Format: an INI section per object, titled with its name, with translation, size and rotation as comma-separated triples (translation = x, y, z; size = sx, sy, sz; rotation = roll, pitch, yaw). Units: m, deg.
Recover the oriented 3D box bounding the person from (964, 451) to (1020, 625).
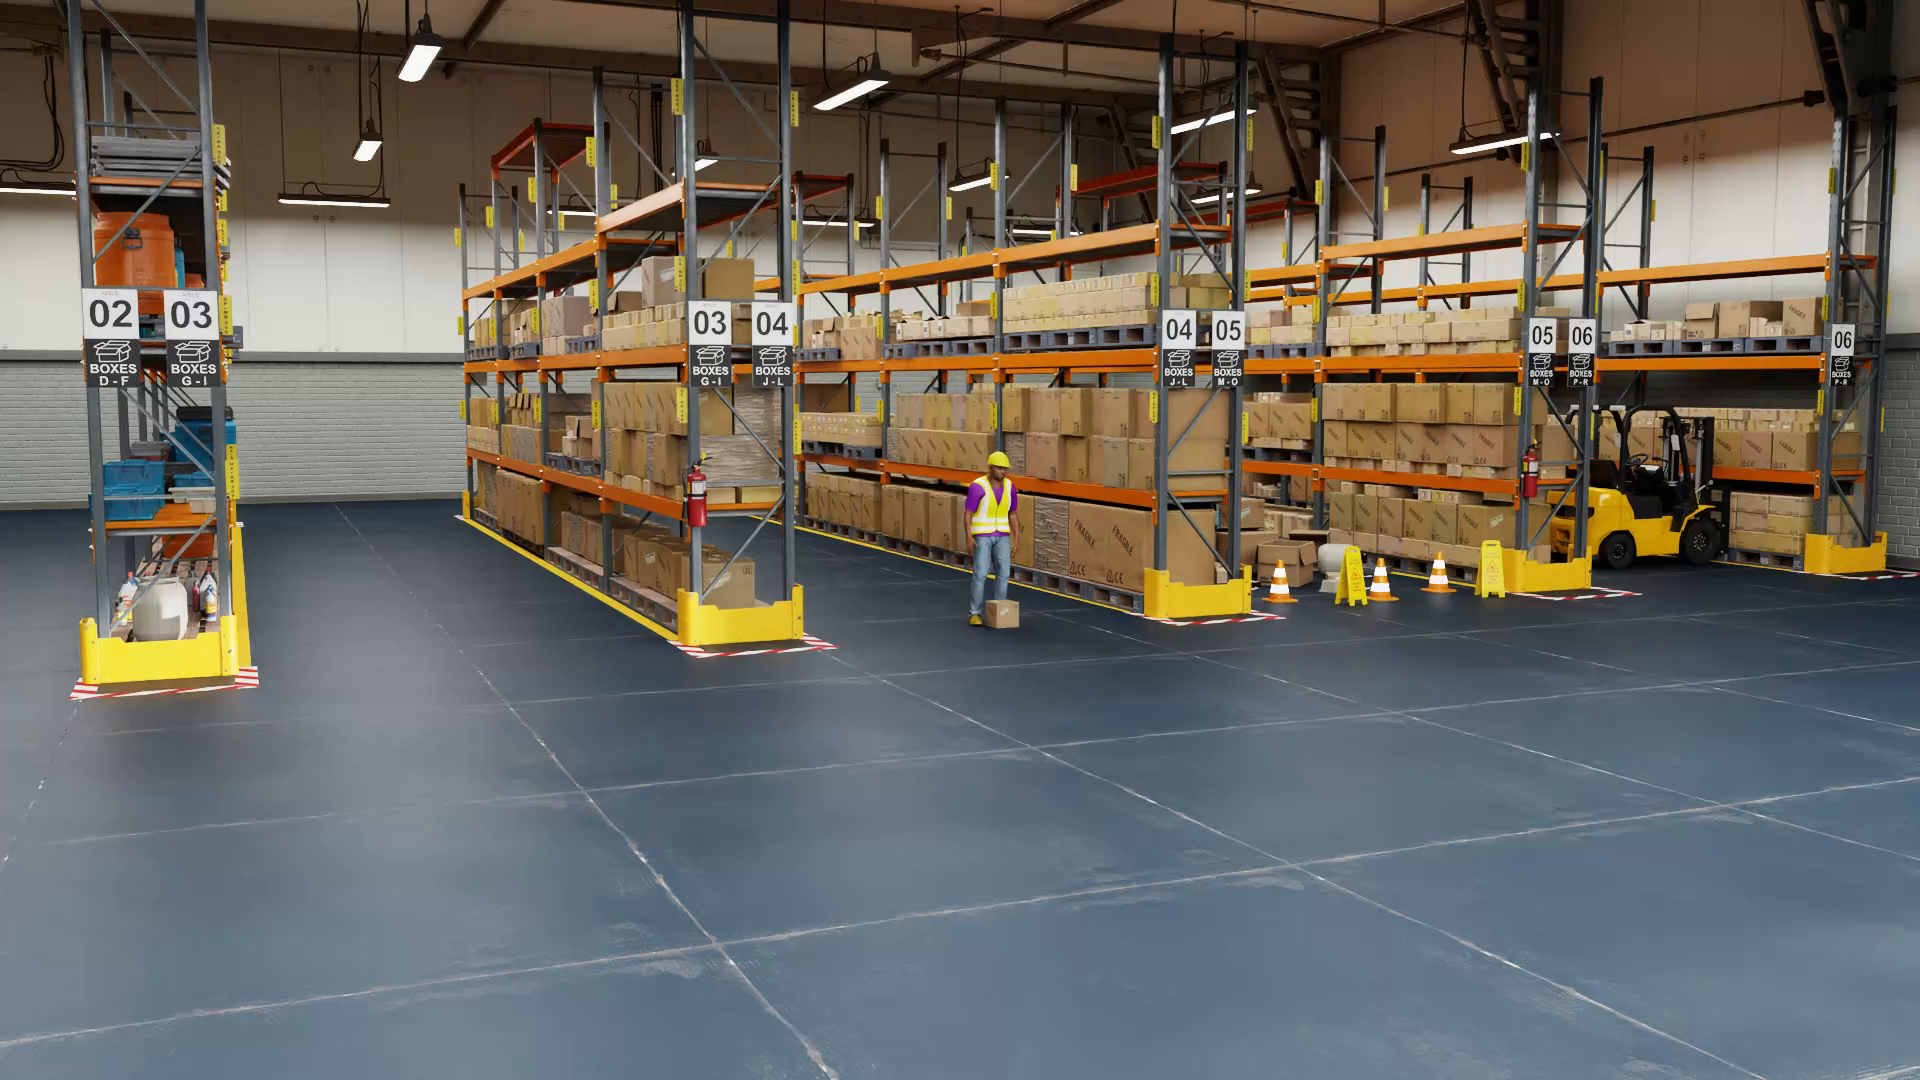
[person]
translation = 0.335, -0.021, 16.925
size = 0.632, 1.755, 0.462
rotation = -3, 6, -27
